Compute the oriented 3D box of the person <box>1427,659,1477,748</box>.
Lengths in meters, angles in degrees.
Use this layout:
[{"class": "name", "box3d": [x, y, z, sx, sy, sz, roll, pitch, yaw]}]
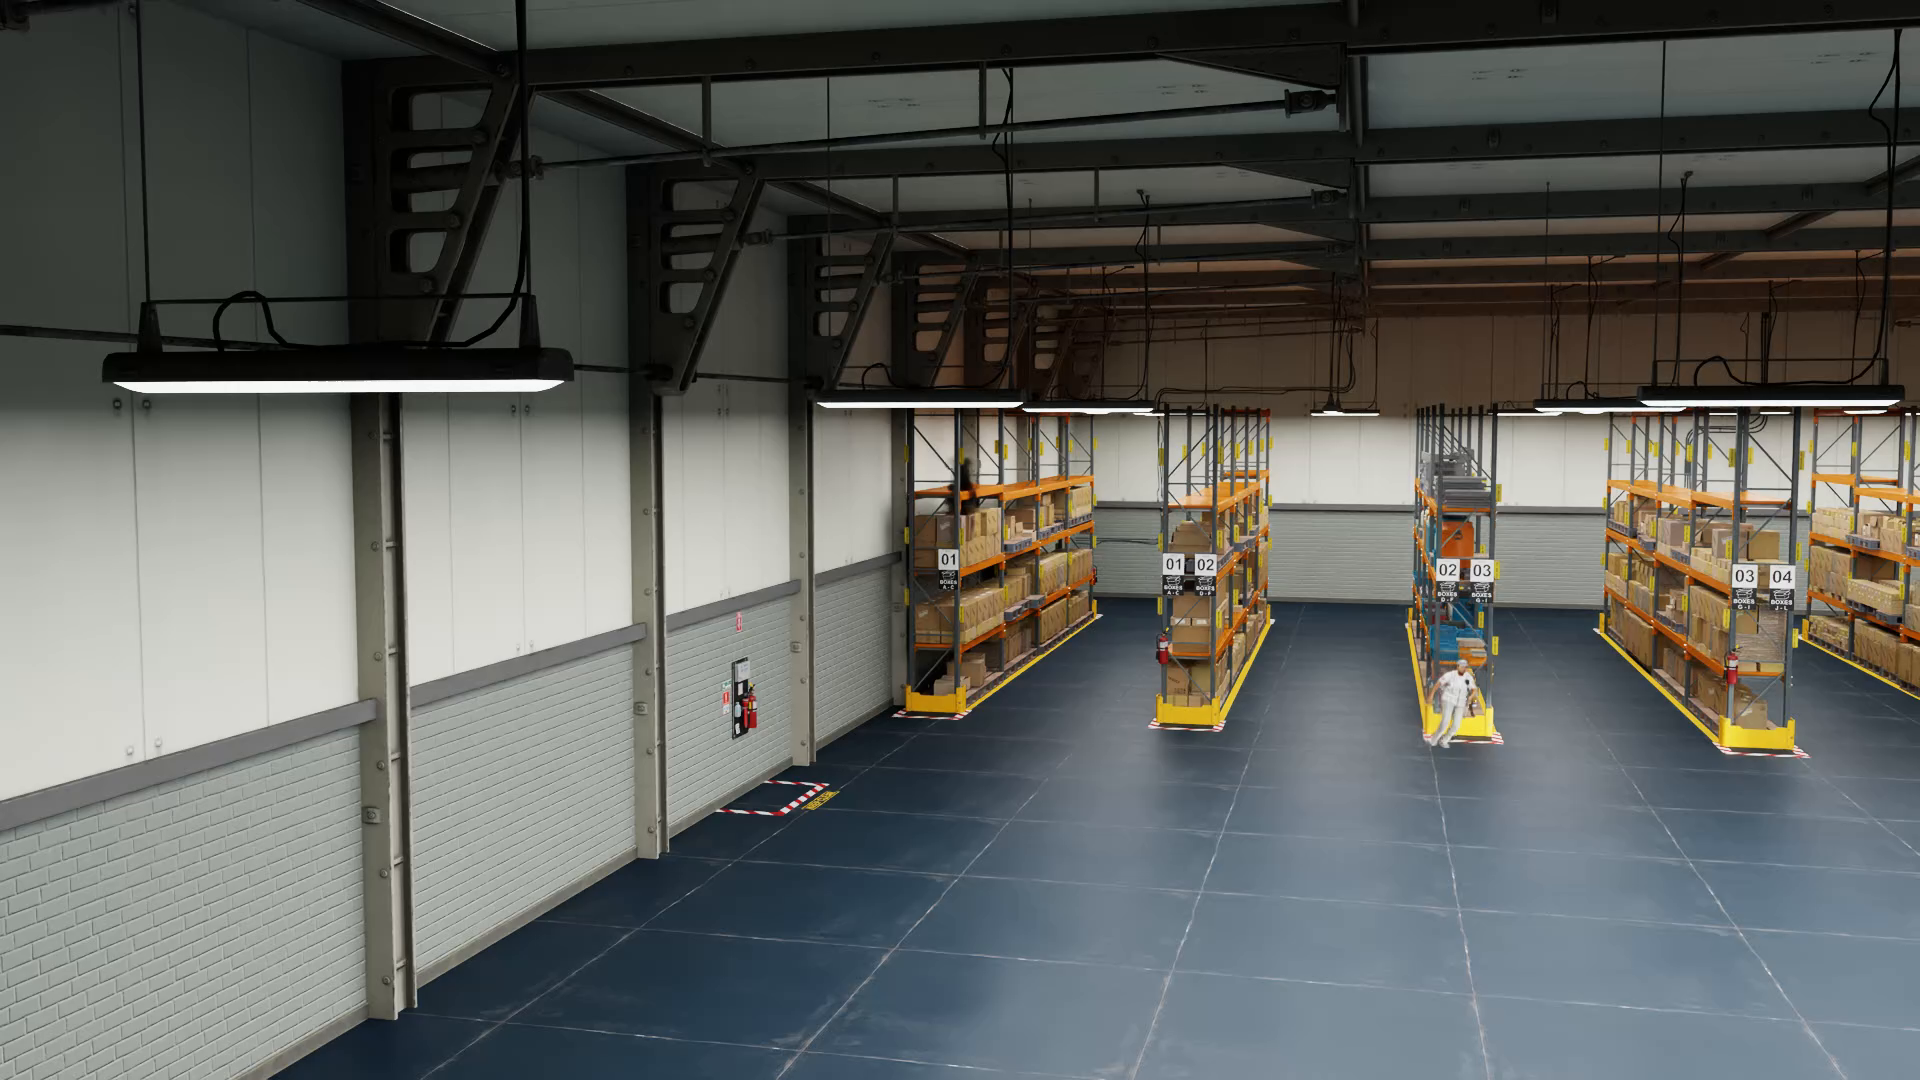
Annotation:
[{"class": "person", "box3d": [8.588, 2.864, 28.894, 0.809, 1.598, 0.609, -1, 4, -7]}]
